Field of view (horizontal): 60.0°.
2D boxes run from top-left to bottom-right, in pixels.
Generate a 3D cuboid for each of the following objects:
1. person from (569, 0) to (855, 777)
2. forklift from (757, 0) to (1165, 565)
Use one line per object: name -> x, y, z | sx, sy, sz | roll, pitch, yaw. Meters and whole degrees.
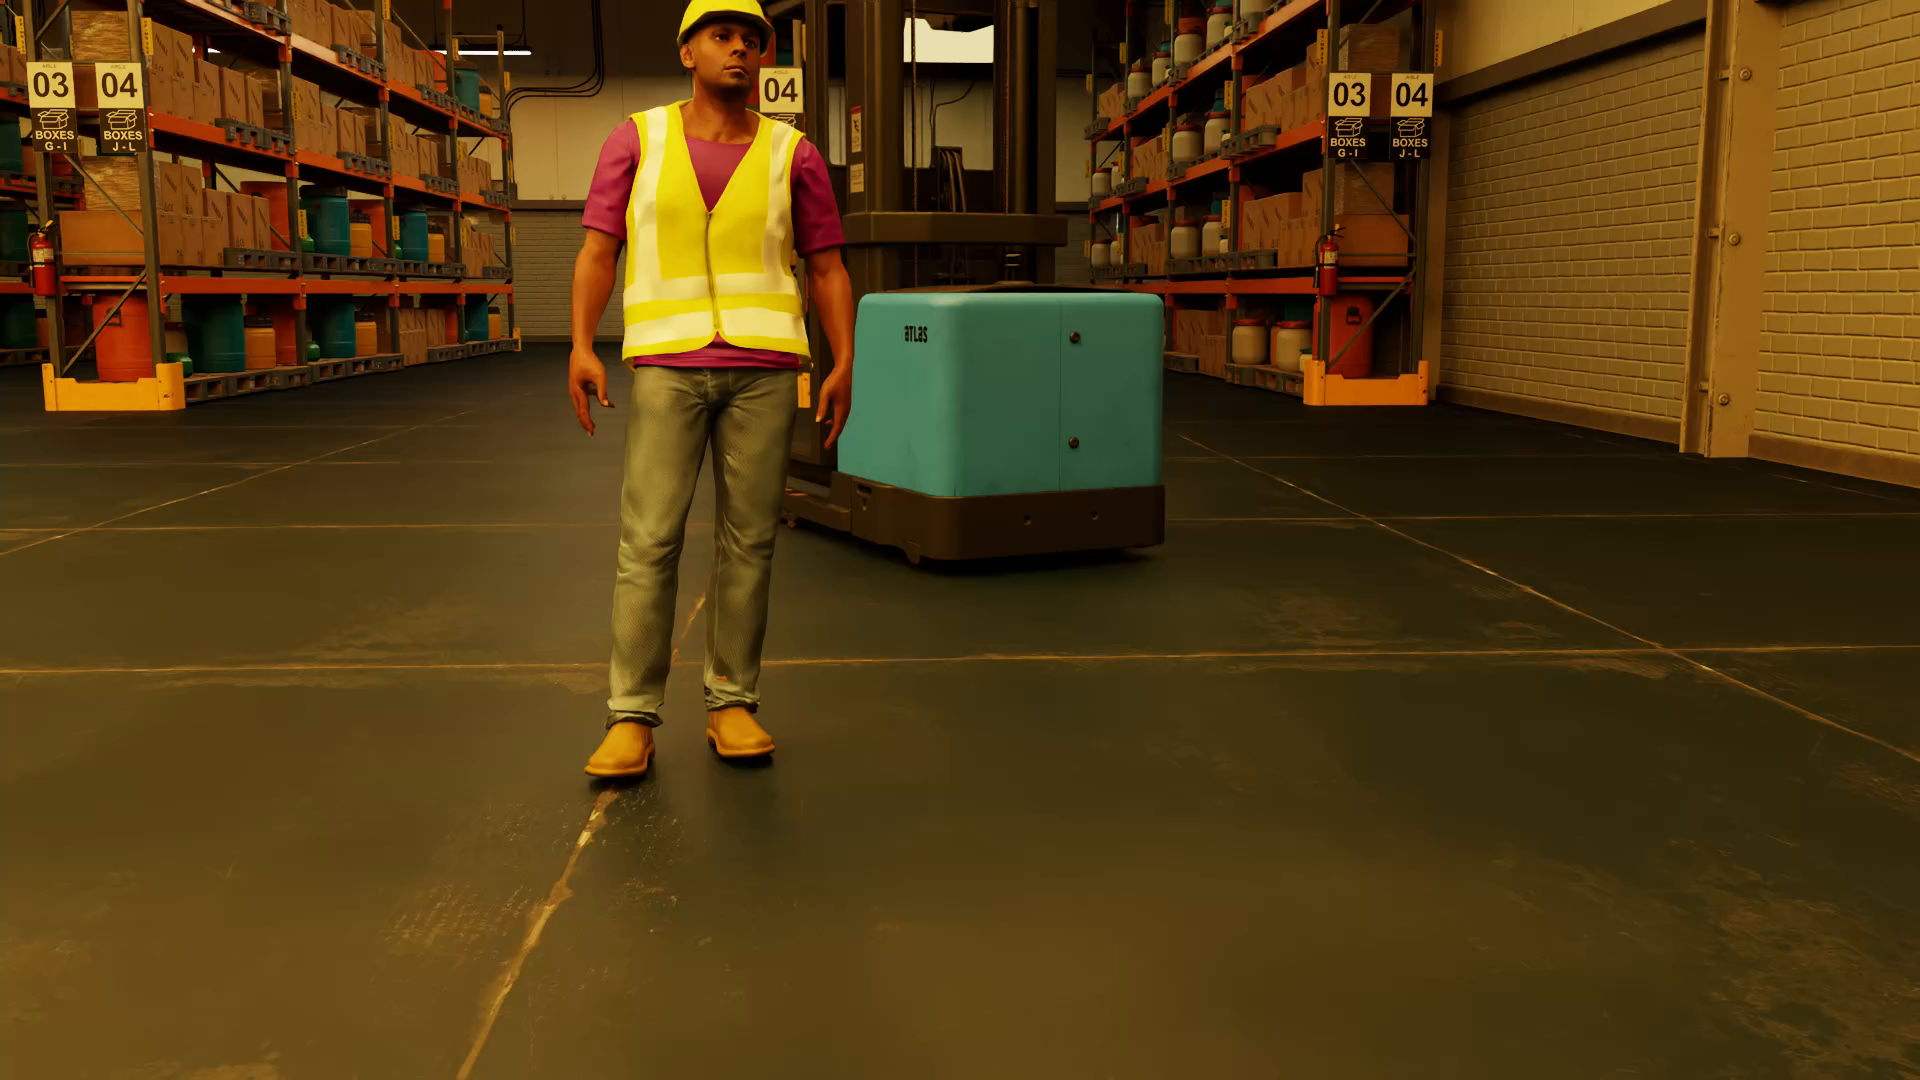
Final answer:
person -> -0.557, -0.380, 3.808 | 0.665, 1.769, 0.574 | -2, 9, -12
forklift -> -0.264, -1.530, 7.637 | 1.130, 2.935, 3.031 | -4, 9, -25
